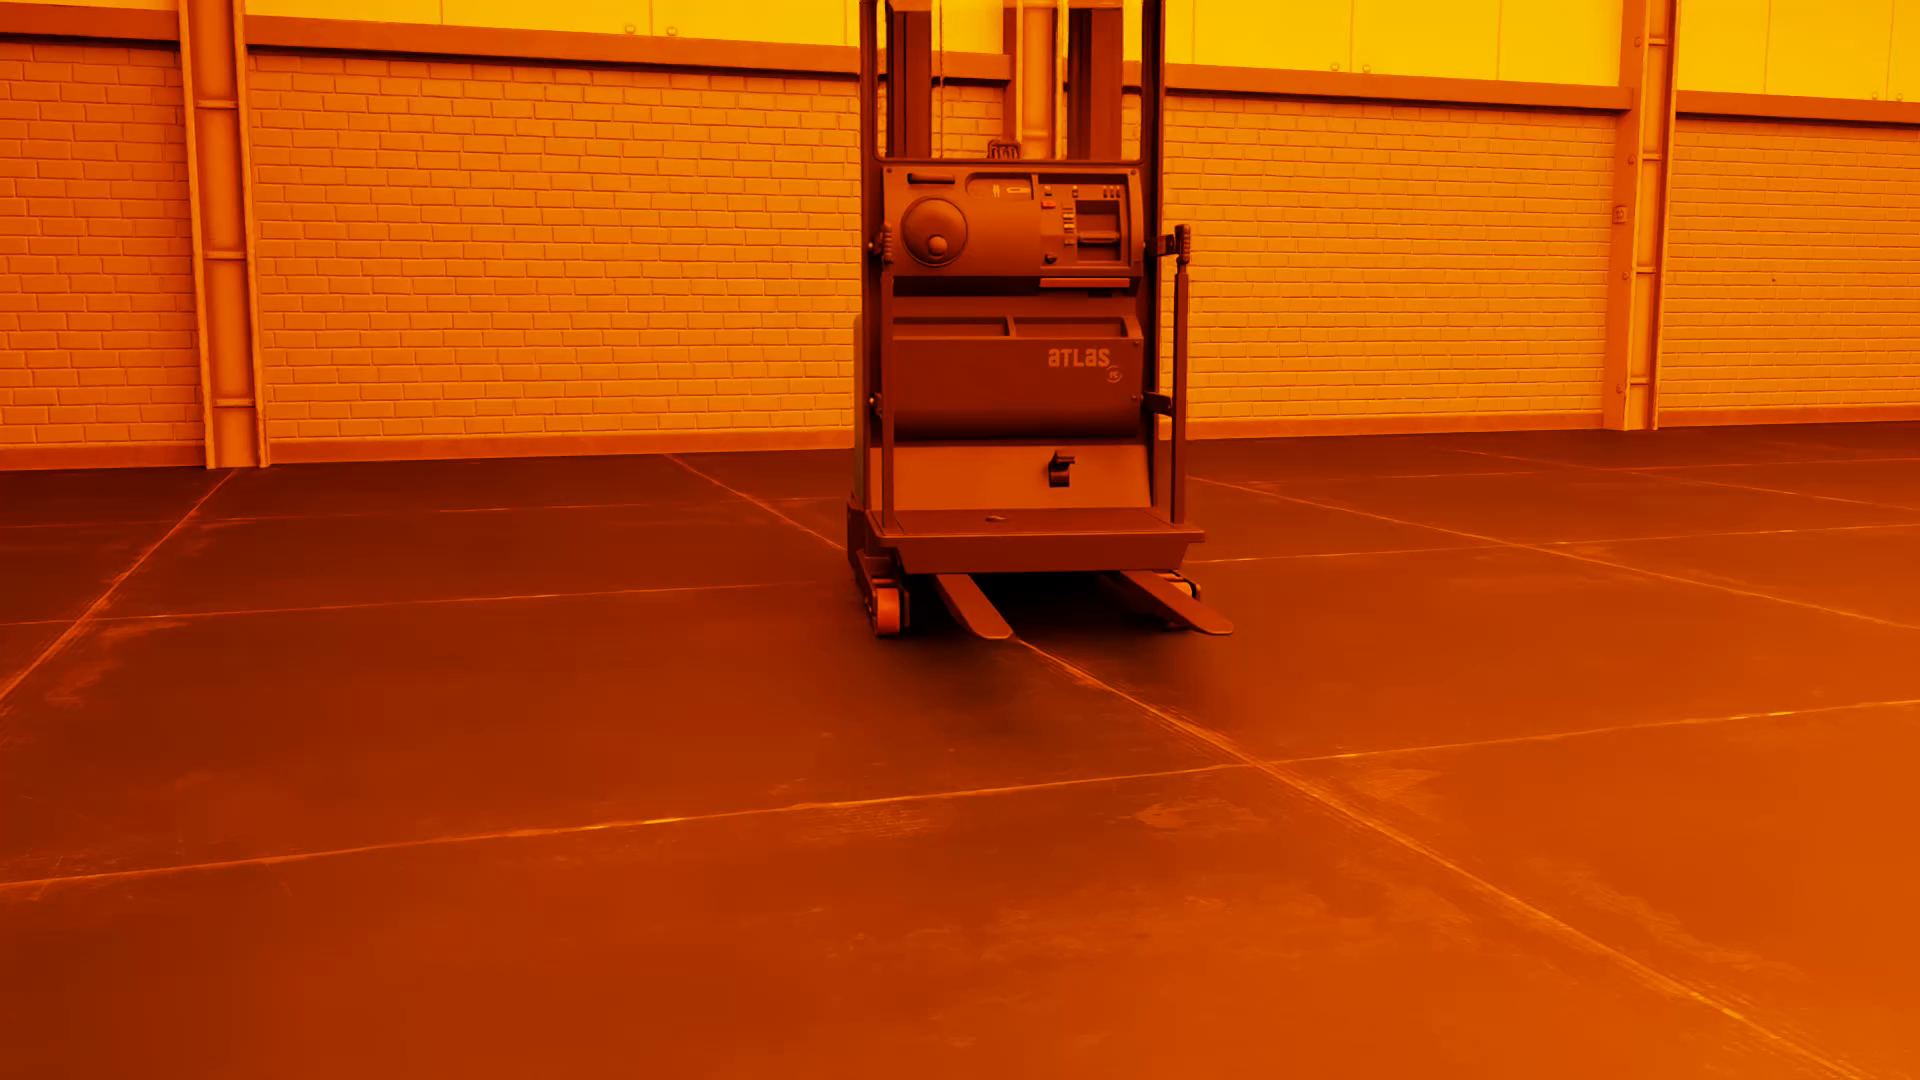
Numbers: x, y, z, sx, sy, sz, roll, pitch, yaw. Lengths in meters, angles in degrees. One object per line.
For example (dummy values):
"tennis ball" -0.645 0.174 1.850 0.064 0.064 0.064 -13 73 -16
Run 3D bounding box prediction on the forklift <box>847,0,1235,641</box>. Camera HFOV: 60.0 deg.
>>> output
"forklift" 0.218 -1.181 5.727 1.130 2.935 3.031 -1 8 -7
